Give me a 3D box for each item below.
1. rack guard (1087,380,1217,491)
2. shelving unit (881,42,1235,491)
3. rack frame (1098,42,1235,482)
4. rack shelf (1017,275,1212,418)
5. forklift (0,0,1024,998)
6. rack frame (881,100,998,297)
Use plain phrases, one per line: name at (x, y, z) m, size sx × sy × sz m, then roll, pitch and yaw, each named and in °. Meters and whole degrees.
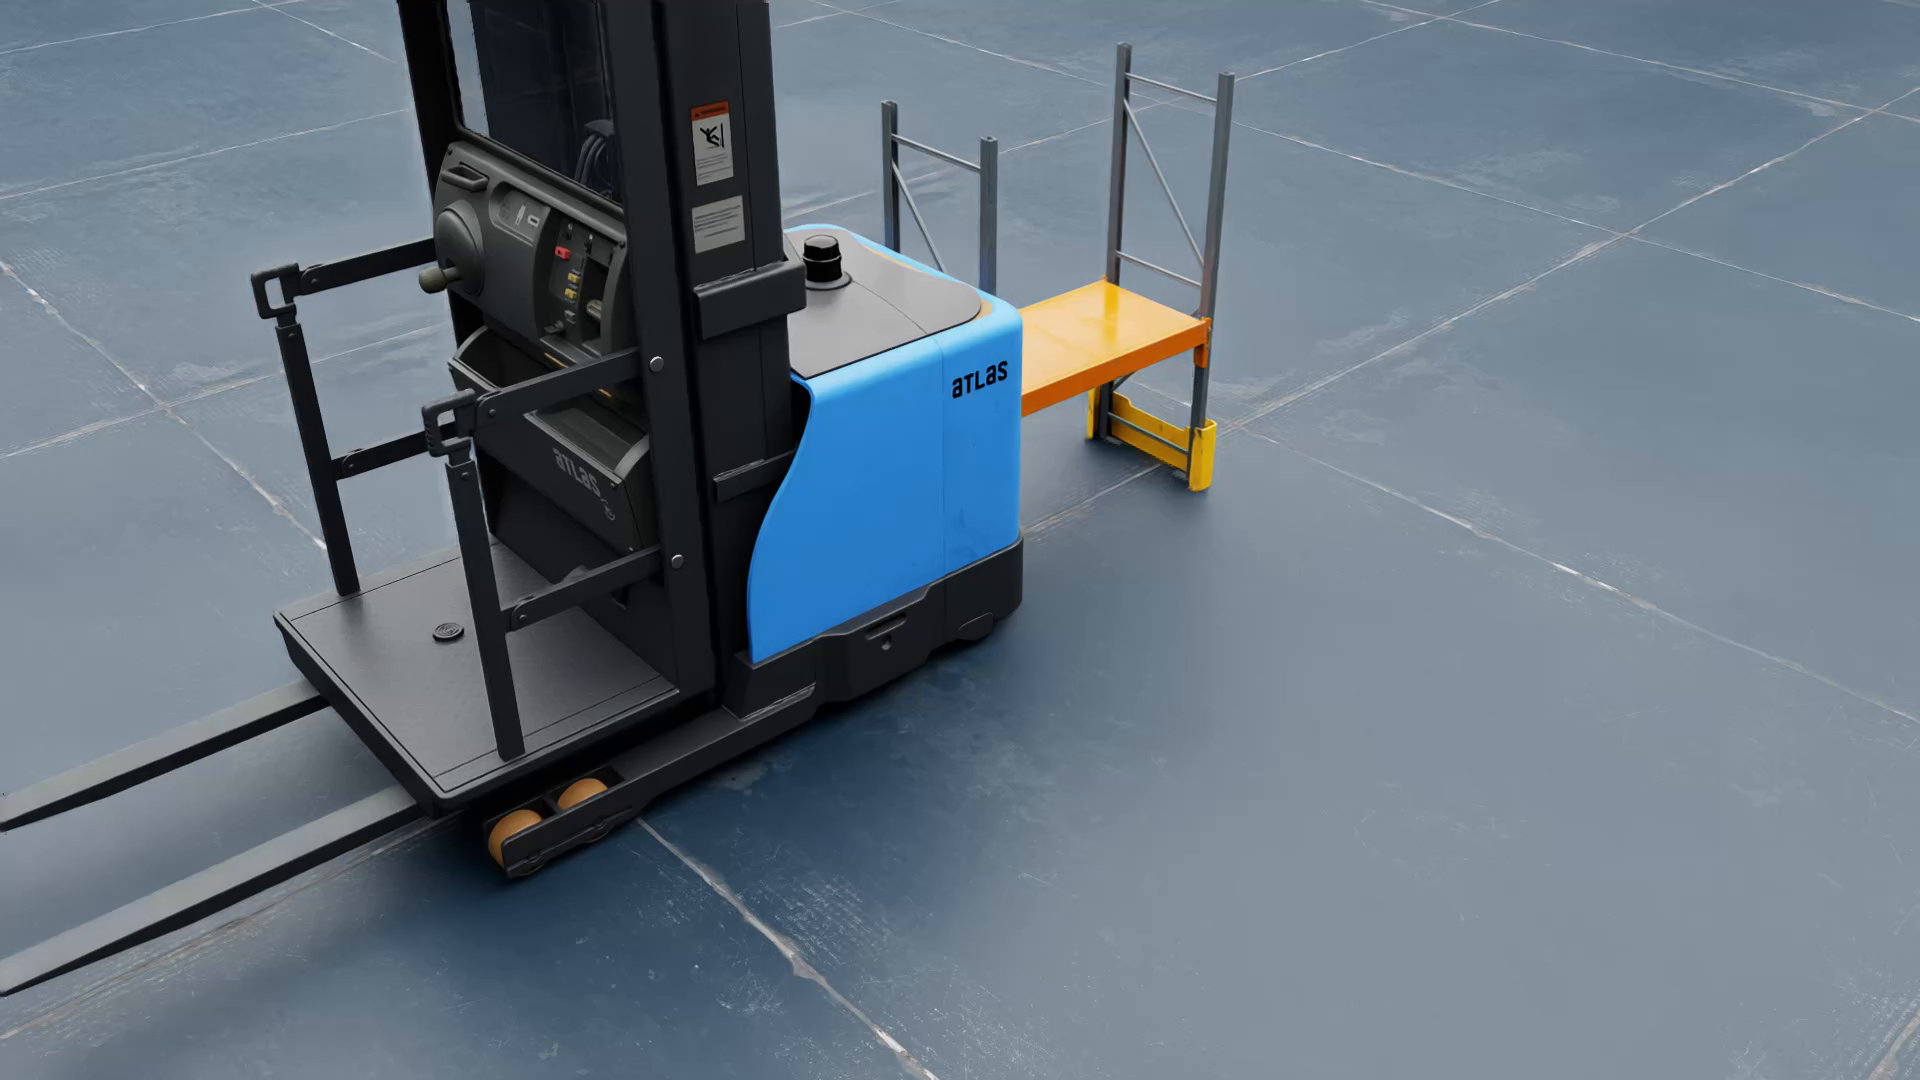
rack guard at (0.704, -0.411, 6.182) m, size 0.087 × 0.250 × 0.587 m, roll -24°, pitch 39°, yaw -34°
shelving unit at (0.327, -0.774, 5.578) m, size 1.083 × 1.500 × 0.587 m, roll -24°, pitch 39°, yaw -34°
rack frame at (0.705, -0.944, 5.857) m, size 0.032 × 1.500 × 0.500 m, roll -24°, pitch 39°, yaw -34°
rack shelf at (0.320, -0.618, 5.667) m, size 1.000 × 0.185 × 0.538 m, roll -24°, pitch 39°, yaw -34°
forklift at (-1.248, -0.689, 4.068) m, size 3.031 × 2.935 × 1.130 m, roll -24°, pitch 39°, yaw -34°
rack frame at (-0.065, -0.598, 5.290) m, size 0.032 × 1.500 × 0.500 m, roll -24°, pitch 39°, yaw -34°
